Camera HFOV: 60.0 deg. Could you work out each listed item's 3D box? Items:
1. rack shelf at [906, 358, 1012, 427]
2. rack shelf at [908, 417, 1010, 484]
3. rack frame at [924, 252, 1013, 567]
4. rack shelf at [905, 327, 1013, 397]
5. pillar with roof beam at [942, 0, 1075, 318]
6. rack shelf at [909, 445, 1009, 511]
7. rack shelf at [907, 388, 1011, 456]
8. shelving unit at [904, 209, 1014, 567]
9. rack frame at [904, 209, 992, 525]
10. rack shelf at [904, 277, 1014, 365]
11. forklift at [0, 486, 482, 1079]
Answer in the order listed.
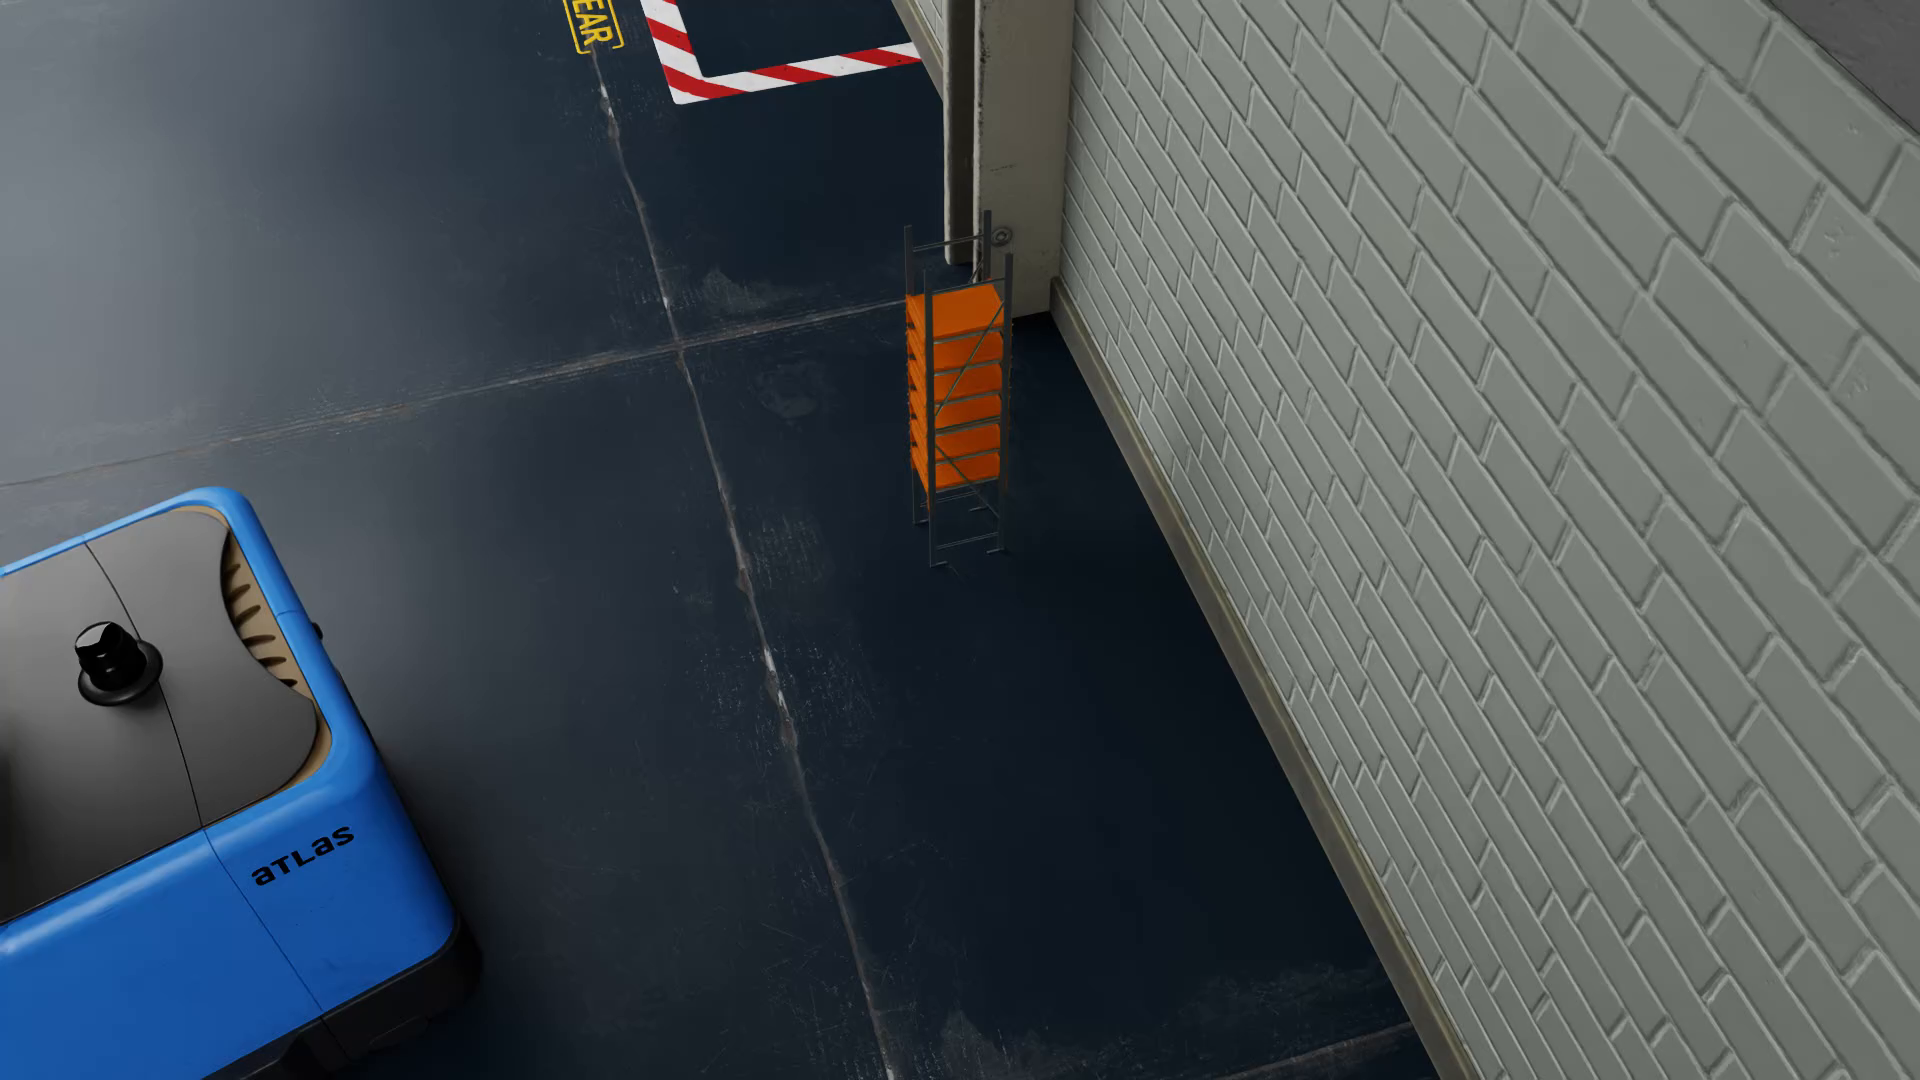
[{"bbox_3d":[-0.004,-0.446,4.742,0.258,0.103,0.180,-13,51,-11],"label":"rack shelf"},{"bbox_3d":[-0.004,-0.291,4.926,0.258,0.103,0.180,-13,51,-11],"label":"rack shelf"},{"bbox_3d":[0.023,-0.330,4.744,0.240,1.200,0.006,-13,51,-11],"label":"rack frame"},{"bbox_3d":[-0.004,-0.523,4.651,0.258,0.103,0.180,-13,51,-11],"label":"rack shelf"},{"bbox_3d":[-3.964,-2.867,1.781,9.100,9.000,0.400,-13,51,-11],"label":"pillar with roof beam"},{"bbox_3d":[-0.004,-0.214,5.018,0.258,0.103,0.180,-13,51,-11],"label":"rack shelf"},{"bbox_3d":[-0.004,-0.369,4.834,0.258,0.103,0.180,-13,51,-11],"label":"rack shelf"},{"bbox_3d":[-0.004,-0.397,4.800,0.258,1.200,0.189,-13,51,-11],"label":"shelving unit"},{"bbox_3d":[-0.031,-0.464,4.857,0.240,1.200,0.006,-13,51,-11],"label":"rack frame"},{"bbox_3d":[-0.004,-0.601,4.559,0.258,0.103,0.180,-13,51,-11],"label":"rack shelf"},{"bbox_3d":[-2.731,0.521,2.893,3.031,2.935,1.130,-27,55,-21],"label":"forklift"}]
